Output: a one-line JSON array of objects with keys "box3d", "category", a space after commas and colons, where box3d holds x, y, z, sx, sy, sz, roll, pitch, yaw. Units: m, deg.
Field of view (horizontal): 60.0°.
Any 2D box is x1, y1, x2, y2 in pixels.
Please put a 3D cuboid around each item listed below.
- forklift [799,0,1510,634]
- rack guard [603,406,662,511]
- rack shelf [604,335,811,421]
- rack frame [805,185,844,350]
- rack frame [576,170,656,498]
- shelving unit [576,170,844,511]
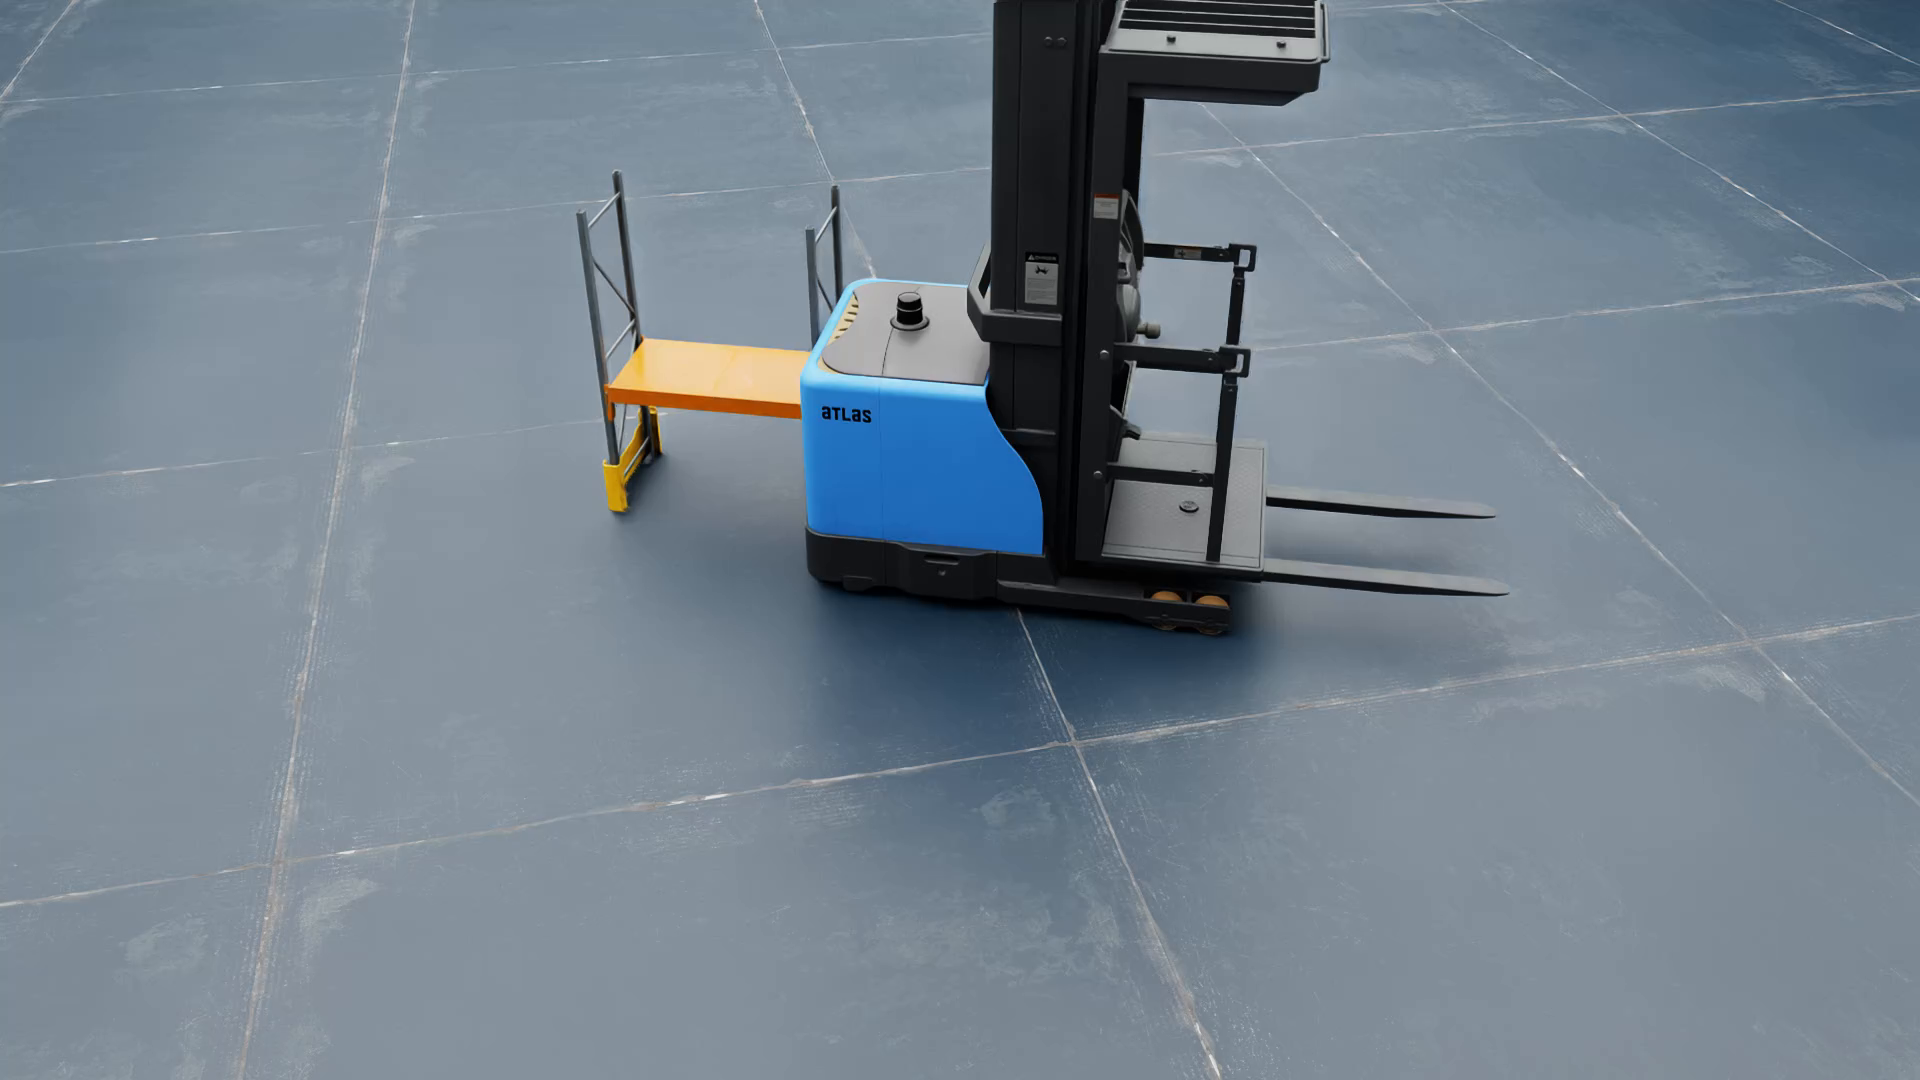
[{"box3d": [0.884, -1.132, 6.807, 3.031, 2.935, 1.130, 5, 34, 8], "category": "forklift"}, {"box3d": [-1.596, -0.404, 8.128, 0.087, 0.250, 0.587, 6, 34, 8], "category": "rack guard"}, {"box3d": [-1.096, -0.725, 7.808, 1.000, 0.185, 0.538, 6, 34, 8], "category": "rack shelf"}, {"box3d": [-0.596, -0.826, 7.635, 0.032, 1.500, 0.500, 6, 34, 8], "category": "rack frame"}, {"box3d": [-1.597, -0.924, 7.780, 0.032, 1.500, 0.500, 6, 34, 8], "category": "rack frame"}, {"box3d": [-1.105, -0.876, 7.709, 1.083, 1.500, 0.587, 6, 34, 8], "category": "shelving unit"}]
